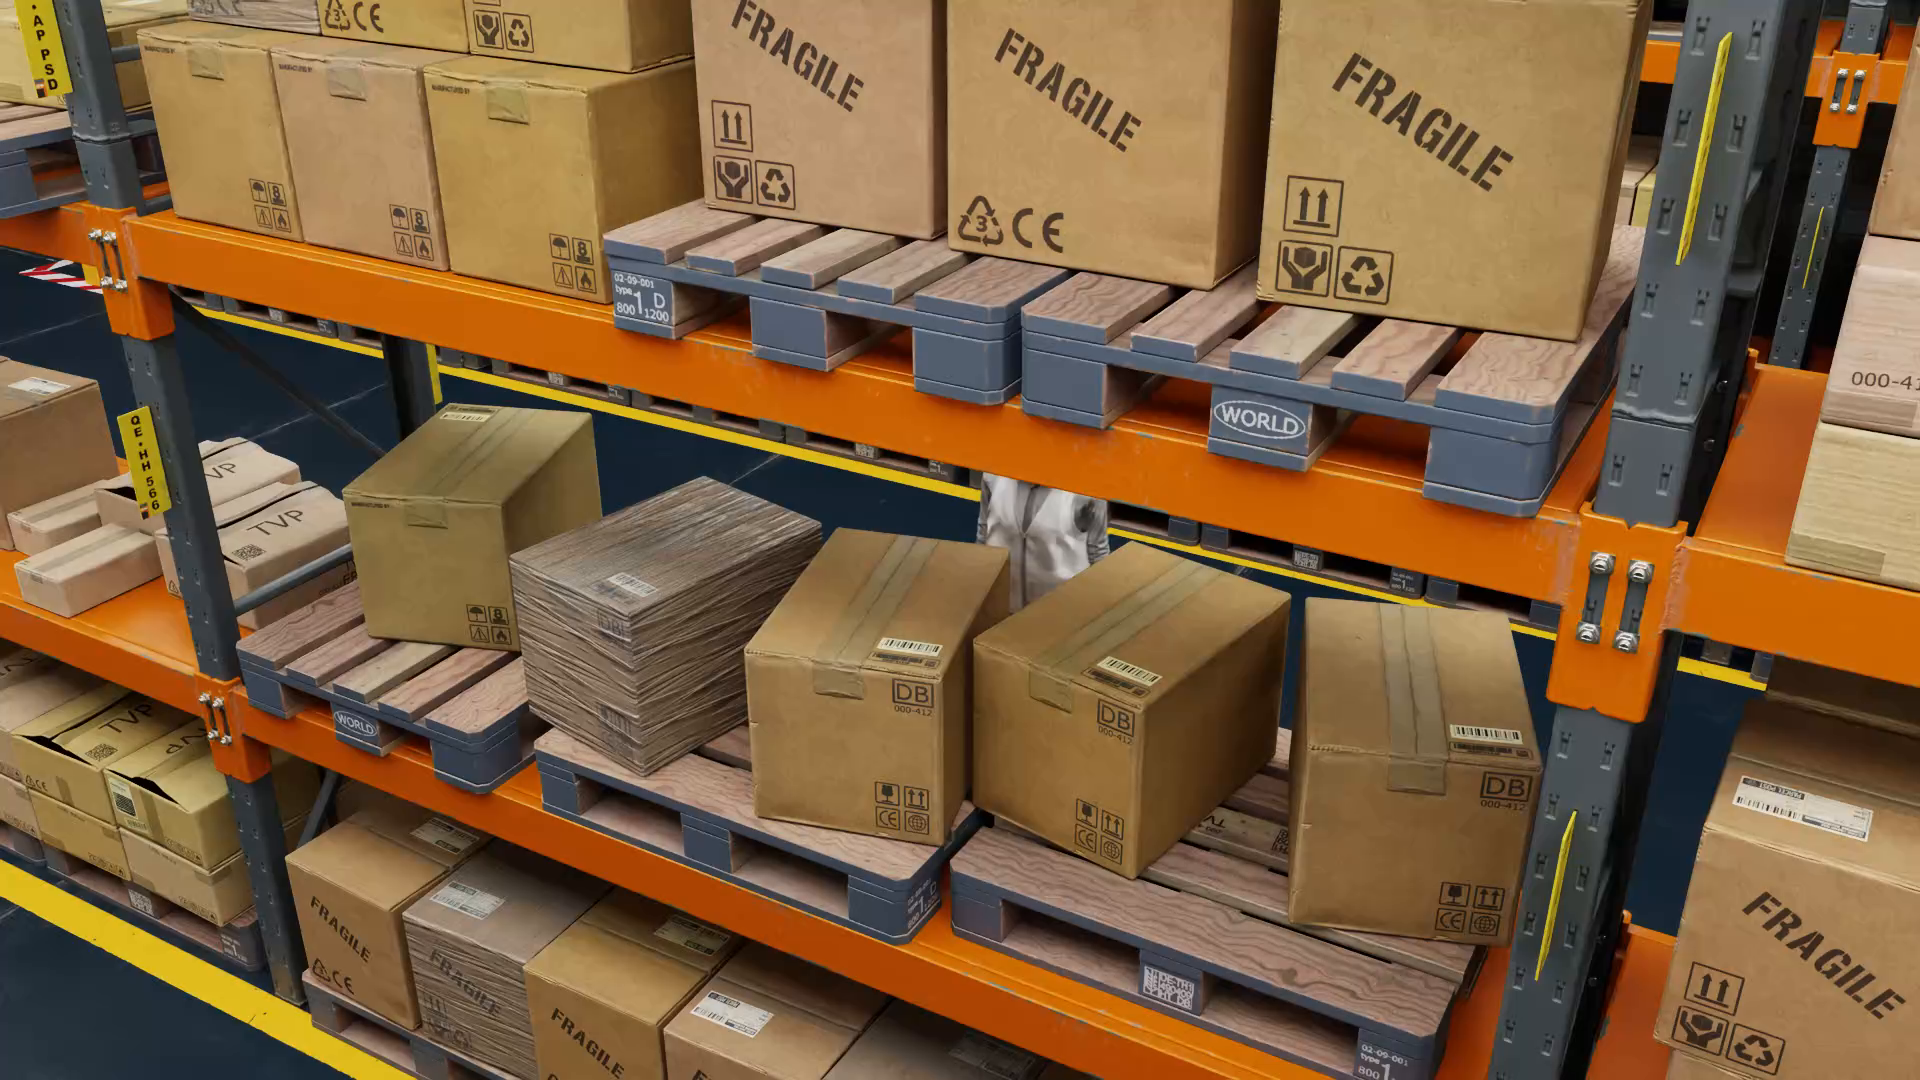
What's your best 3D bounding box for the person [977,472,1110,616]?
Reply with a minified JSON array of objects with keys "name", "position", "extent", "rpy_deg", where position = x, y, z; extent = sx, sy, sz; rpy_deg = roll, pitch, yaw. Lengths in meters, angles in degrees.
[{"name":"person","position":[0.286,0.276,6.524],"extent":[0.569,1.783,0.572],"rpy_deg":[8,28,16]}]
